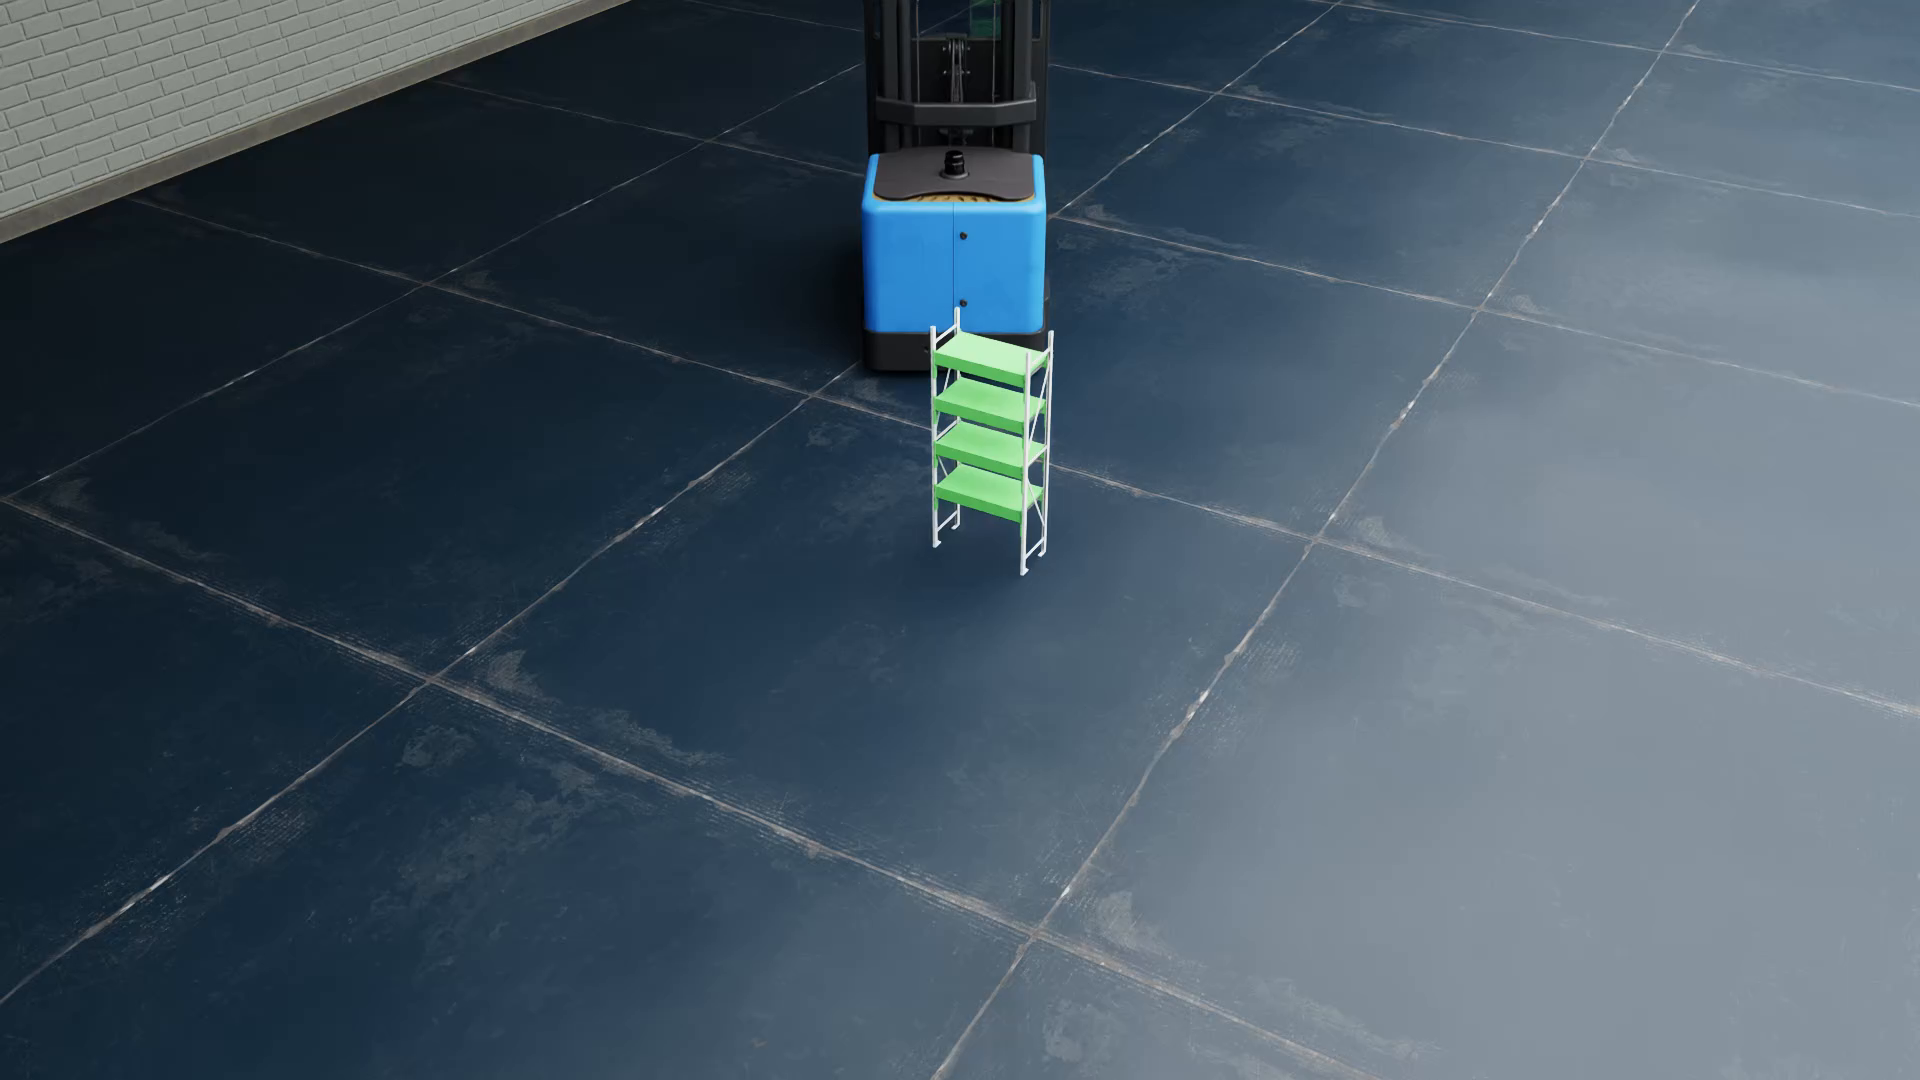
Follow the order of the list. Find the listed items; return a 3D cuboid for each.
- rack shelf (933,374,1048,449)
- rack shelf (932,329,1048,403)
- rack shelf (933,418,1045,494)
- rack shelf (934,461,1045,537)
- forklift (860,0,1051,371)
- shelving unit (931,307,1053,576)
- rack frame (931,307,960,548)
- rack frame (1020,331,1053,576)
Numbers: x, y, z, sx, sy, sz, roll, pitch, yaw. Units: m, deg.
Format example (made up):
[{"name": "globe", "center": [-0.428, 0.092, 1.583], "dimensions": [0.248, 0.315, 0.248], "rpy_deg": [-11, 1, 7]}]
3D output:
[{"name": "rack shelf", "center": [0.144, -0.600, 7.751], "dimensions": [0.480, 0.148, 0.258], "rpy_deg": [18, 37, 24]}, {"name": "rack shelf", "center": [0.144, -0.800, 7.618], "dimensions": [0.480, 0.148, 0.258], "rpy_deg": [18, 37, 24]}, {"name": "rack shelf", "center": [0.144, -0.401, 7.884], "dimensions": [0.480, 0.148, 0.258], "rpy_deg": [18, 37, 24]}, {"name": "rack shelf", "center": [0.144, -0.201, 8.018], "dimensions": [0.480, 0.148, 0.258], "rpy_deg": [18, 37, 24]}, {"name": "forklift", "center": [-0.013, -2.974, 10.071], "dimensions": [1.130, 2.935, 3.031], "rpy_deg": [1, 34, 1]}, {"name": "shelving unit", "center": [0.144, -0.454, 7.849], "dimensions": [0.503, 1.200, 0.258], "rpy_deg": [18, 37, 24]}, {"name": "rack frame", "center": [-0.068, -0.521, 7.950], "dimensions": [0.015, 1.200, 0.240], "rpy_deg": [18, 37, 24]}, {"name": "rack frame", "center": [0.356, -0.387, 7.748], "dimensions": [0.015, 1.200, 0.240], "rpy_deg": [18, 37, 24]}]
